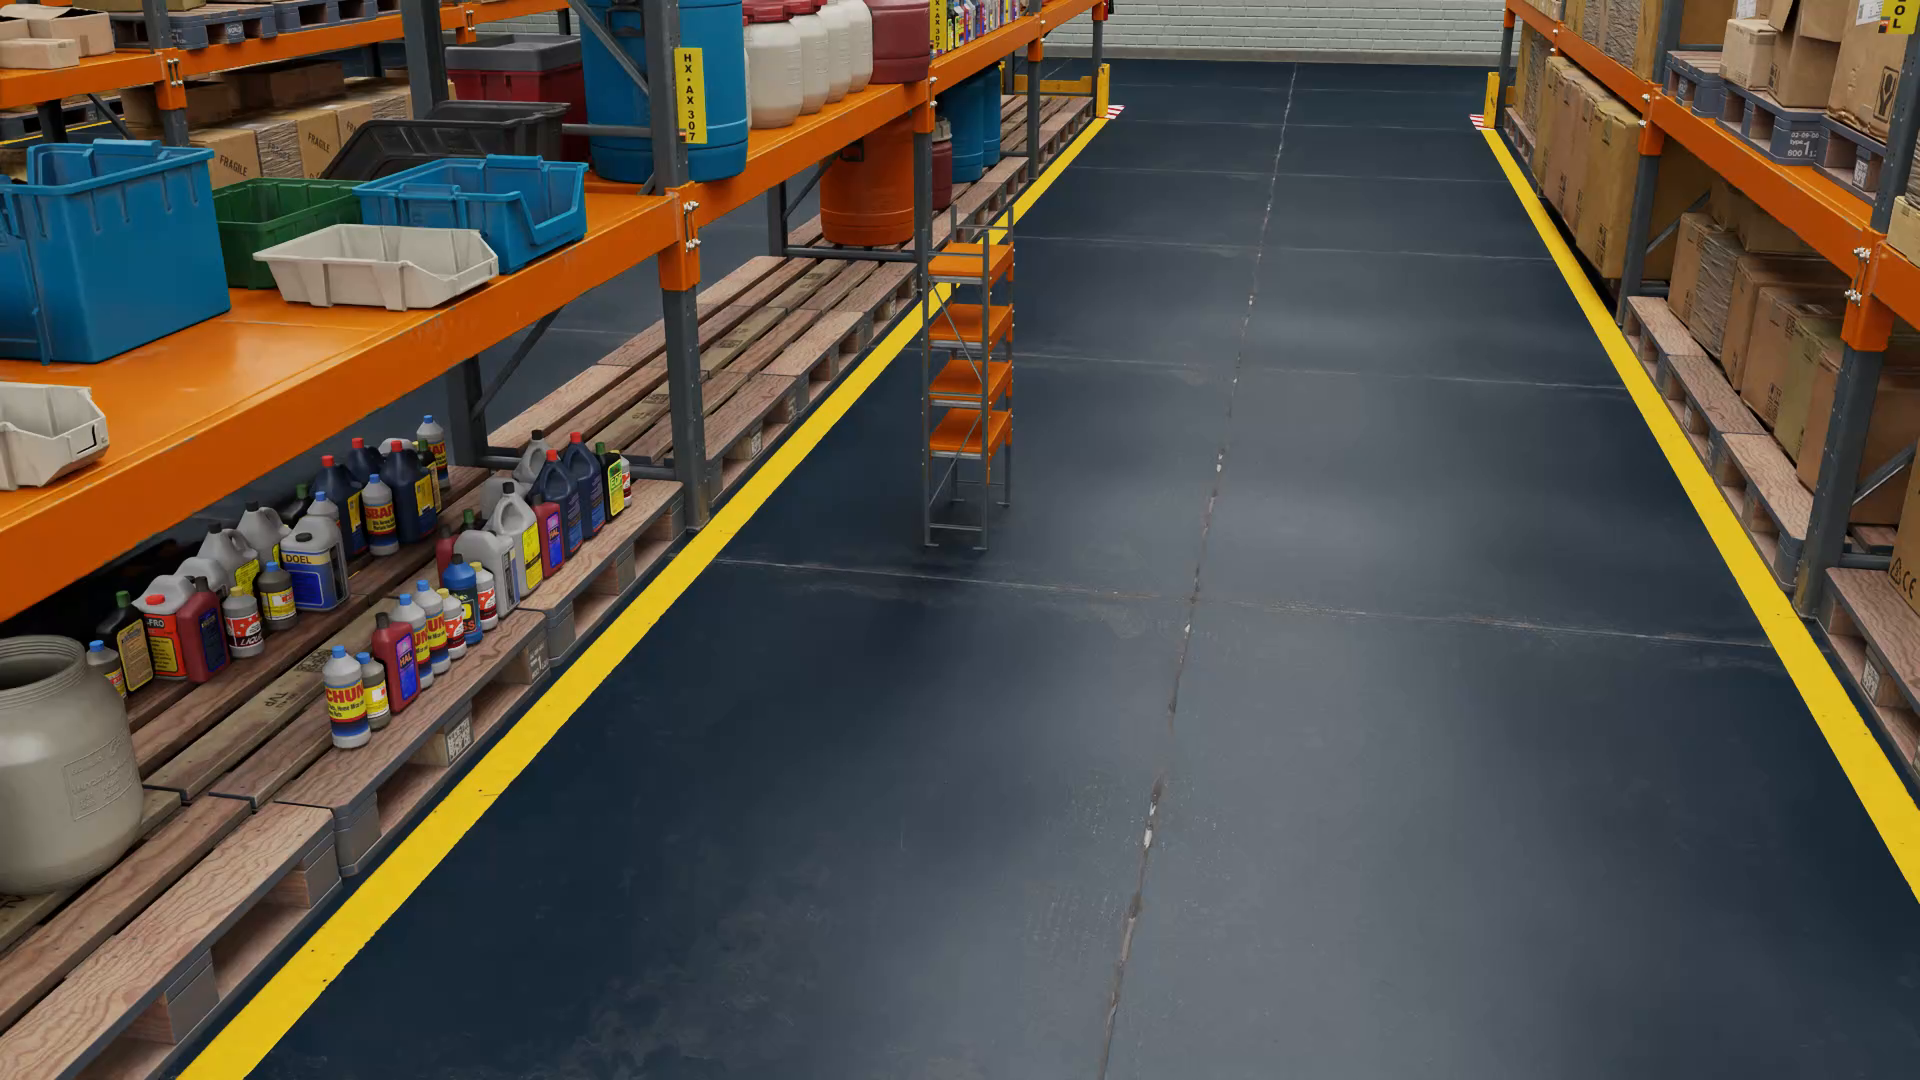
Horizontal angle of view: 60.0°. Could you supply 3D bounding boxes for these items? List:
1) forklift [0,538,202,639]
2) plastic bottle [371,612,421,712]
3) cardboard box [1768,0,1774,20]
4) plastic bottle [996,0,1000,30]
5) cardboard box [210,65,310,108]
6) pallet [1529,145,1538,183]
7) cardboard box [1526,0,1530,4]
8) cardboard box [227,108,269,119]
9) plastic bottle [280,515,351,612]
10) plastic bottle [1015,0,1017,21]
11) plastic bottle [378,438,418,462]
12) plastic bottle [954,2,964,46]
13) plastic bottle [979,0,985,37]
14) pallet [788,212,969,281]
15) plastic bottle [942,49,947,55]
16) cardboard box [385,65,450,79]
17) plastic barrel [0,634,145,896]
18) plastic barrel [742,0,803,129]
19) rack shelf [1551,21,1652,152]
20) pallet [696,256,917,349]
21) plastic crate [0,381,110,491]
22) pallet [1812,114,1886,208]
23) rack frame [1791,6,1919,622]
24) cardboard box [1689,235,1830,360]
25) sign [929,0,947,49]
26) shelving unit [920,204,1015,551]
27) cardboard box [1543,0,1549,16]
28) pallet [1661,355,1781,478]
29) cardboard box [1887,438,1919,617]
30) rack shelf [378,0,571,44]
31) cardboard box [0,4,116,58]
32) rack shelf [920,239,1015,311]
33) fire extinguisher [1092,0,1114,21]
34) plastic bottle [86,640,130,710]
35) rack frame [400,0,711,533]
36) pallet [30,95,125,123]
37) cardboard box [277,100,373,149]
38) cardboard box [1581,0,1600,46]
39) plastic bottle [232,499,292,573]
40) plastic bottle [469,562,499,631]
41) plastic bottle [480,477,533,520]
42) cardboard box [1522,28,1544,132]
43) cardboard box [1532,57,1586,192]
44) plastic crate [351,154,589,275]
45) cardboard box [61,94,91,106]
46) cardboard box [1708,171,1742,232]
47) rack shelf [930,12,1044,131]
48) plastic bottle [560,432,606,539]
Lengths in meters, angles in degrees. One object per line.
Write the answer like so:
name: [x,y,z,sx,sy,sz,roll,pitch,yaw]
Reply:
forklift: [-3.329,-1.132,5.240,1.130,2.935,3.031,5,22,12]
plastic bottle: [-1.559,0.320,4.591,0.061,0.283,0.133,5,22,12]
cardboard box: [4.096,-2.392,7.582,0.700,0.500,0.500,8,23,19]
plastic bottle: [0.209,-3.859,12.087,0.152,0.276,0.135,4,22,11]
cardboard box: [-5.341,-3.468,12.702,0.500,0.250,0.500,4,22,10]
pallet: [5.231,-3.005,13.532,1.003,0.211,1.213,4,22,11]
cardboard box: [5.107,-4.705,14.358,0.380,0.149,0.250,4,22,10]
cardboard box: [-5.447,-2.914,12.330,0.500,0.500,0.500,4,22,9]
plastic bottle: [-2.028,0.072,5.218,0.152,0.276,0.135,4,22,11]
plastic bottle: [0.389,-4.098,12.780,0.097,0.201,0.097,0,22,0]
plastic bottle: [-2.016,-0.215,5.930,0.152,0.276,0.135,5,23,13]
plastic bottle: [-0.022,-3.393,10.936,0.097,0.271,0.097,0,22,0]
plastic bottle: [0.131,-3.641,11.534,0.061,0.283,0.133,4,22,11]
pallet: [-0.546,-1.939,10.885,1.003,0.211,1.213,4,22,11]
plastic bottle: [-0.167,-3.186,10.416,0.152,0.276,0.135,4,22,11]
cardboard box: [-4.860,-4.057,15.170,0.500,0.500,0.500,4,22,11]
plastic barrel: [-2.137,0.514,3.829,0.421,0.512,0.421,0,22,0]
plastic barrel: [-0.923,-2.143,7.476,0.433,0.535,0.433,0,22,0]
rack shelf: [4.591,-2.961,10.654,1.077,0.370,4.000,4,22,11]
pallet: [-0.862,-1.367,9.465,1.003,0.211,1.213,4,22,11]
plastic crate: [-1.801,-0.196,3.177,0.298,0.136,0.250,4,22,11]
pallet: [3.665,-1.280,5.773,1.003,0.211,1.213,4,22,11]
rack frame: [3.366,-1.100,5.071,1.000,3.000,0.127,4,22,11]
cardboard box: [3.965,-1.157,7.969,0.700,0.500,0.500,3,22,6]
sign: [-0.126,-2.977,9.512,0.100,0.325,0.005,4,22,11]
shelving unit: [0.034,-0.617,6.280,0.258,1.200,0.503,4,22,11]
cardboard box: [4.845,-4.234,13.188,0.380,0.149,0.250,4,22,10]
pallet: [3.771,-0.539,7.410,1.003,0.211,1.213,4,22,11]
cardboard box: [3.246,0.008,5.104,0.500,0.500,0.500,4,22,9]
rack shelf: [-4.290,-5.180,16.164,1.077,0.370,4.000,4,22,11]
cardboard box: [-5.631,-3.149,10.276,0.500,0.311,0.500,6,23,14]
rack shelf: [0.034,-0.982,6.133,0.258,0.148,0.480,4,22,11]
fire extinguisher: [1.442,-5.678,17.040,0.296,0.674,0.183,4,22,11]
plastic bottle: [-2.353,0.374,4.567,0.097,0.201,0.097,0,22,0]
rack frame: [-1.482,-1.478,6.008,1.000,3.000,0.127,4,22,11]
pallet: [-9.070,-4.585,17.456,1.003,0.211,1.213,4,22,11]
cardboard box: [-4.832,-3.075,12.731,0.500,0.500,0.500,4,22,9]
cardboard box: [4.456,-3.556,11.035,0.500,0.500,0.500,4,22,10]
plastic bottle: [-2.178,0.035,5.209,0.144,0.351,0.185,4,22,10]
plastic bottle: [-1.471,0.166,5.083,0.097,0.201,0.097,0,22,0]
plastic bottle: [-1.521,-0.093,5.626,0.152,0.276,0.135,4,22,11]
cardboard box: [5.577,-4.125,14.863,0.875,0.875,0.875,4,22,11]
cardboard box: [4.888,-3.000,12.069,1.225,0.875,0.875,5,22,11]
plastic crate: [-1.442,-0.984,4.980,0.499,0.251,0.616,4,22,11]
cardboard box: [-9.190,-4.643,16.652,0.700,0.500,0.500,4,22,10]
cardboard box: [4.075,-1.708,8.334,0.500,0.250,0.500,5,23,13]
rack shelf: [-0.258,-3.339,11.591,1.077,0.370,4.000,4,22,11]
plastic bottle: [-1.332,-0.196,5.781,0.144,0.351,0.185,4,22,9]
